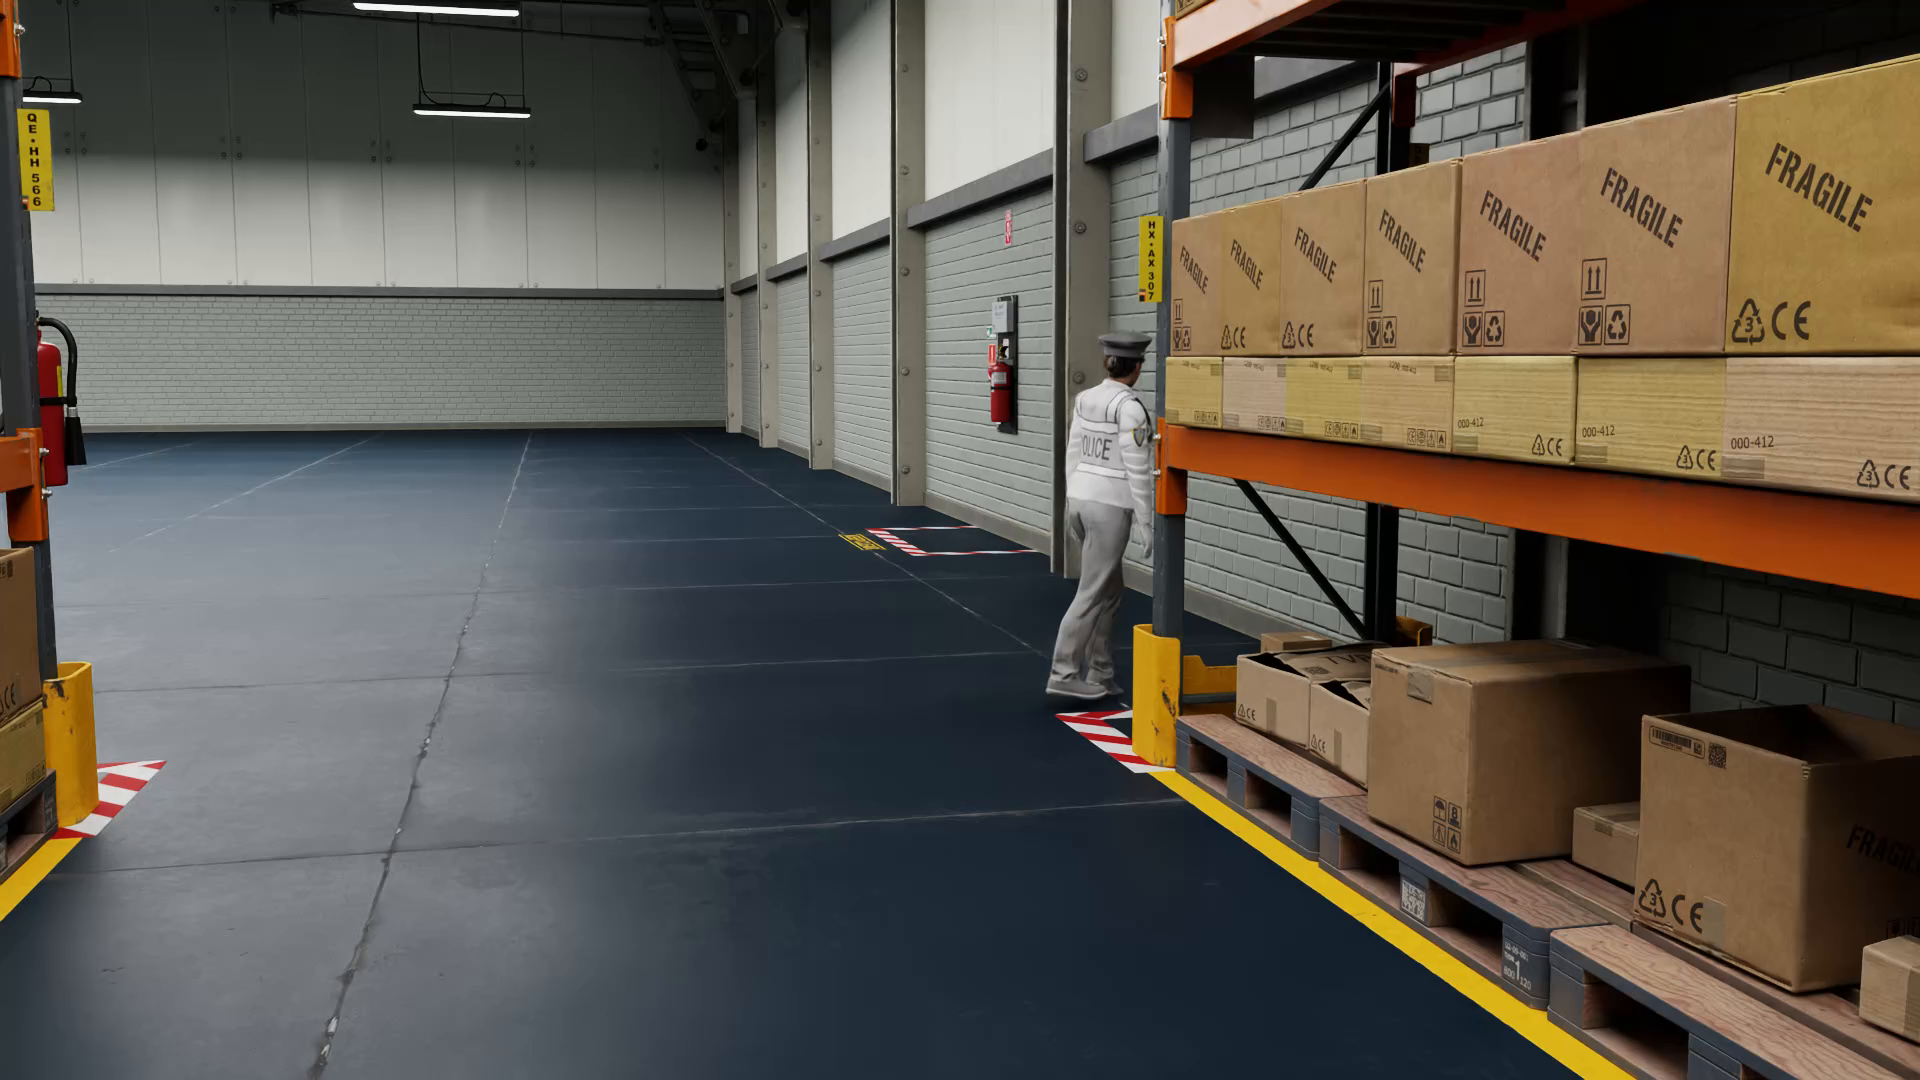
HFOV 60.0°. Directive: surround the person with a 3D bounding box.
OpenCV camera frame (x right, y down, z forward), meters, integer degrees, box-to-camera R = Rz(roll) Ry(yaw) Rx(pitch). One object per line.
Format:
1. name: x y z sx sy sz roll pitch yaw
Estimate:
1. person: 0.617 -0.076 7.474 0.504 1.713 0.509 -3 7 -24
